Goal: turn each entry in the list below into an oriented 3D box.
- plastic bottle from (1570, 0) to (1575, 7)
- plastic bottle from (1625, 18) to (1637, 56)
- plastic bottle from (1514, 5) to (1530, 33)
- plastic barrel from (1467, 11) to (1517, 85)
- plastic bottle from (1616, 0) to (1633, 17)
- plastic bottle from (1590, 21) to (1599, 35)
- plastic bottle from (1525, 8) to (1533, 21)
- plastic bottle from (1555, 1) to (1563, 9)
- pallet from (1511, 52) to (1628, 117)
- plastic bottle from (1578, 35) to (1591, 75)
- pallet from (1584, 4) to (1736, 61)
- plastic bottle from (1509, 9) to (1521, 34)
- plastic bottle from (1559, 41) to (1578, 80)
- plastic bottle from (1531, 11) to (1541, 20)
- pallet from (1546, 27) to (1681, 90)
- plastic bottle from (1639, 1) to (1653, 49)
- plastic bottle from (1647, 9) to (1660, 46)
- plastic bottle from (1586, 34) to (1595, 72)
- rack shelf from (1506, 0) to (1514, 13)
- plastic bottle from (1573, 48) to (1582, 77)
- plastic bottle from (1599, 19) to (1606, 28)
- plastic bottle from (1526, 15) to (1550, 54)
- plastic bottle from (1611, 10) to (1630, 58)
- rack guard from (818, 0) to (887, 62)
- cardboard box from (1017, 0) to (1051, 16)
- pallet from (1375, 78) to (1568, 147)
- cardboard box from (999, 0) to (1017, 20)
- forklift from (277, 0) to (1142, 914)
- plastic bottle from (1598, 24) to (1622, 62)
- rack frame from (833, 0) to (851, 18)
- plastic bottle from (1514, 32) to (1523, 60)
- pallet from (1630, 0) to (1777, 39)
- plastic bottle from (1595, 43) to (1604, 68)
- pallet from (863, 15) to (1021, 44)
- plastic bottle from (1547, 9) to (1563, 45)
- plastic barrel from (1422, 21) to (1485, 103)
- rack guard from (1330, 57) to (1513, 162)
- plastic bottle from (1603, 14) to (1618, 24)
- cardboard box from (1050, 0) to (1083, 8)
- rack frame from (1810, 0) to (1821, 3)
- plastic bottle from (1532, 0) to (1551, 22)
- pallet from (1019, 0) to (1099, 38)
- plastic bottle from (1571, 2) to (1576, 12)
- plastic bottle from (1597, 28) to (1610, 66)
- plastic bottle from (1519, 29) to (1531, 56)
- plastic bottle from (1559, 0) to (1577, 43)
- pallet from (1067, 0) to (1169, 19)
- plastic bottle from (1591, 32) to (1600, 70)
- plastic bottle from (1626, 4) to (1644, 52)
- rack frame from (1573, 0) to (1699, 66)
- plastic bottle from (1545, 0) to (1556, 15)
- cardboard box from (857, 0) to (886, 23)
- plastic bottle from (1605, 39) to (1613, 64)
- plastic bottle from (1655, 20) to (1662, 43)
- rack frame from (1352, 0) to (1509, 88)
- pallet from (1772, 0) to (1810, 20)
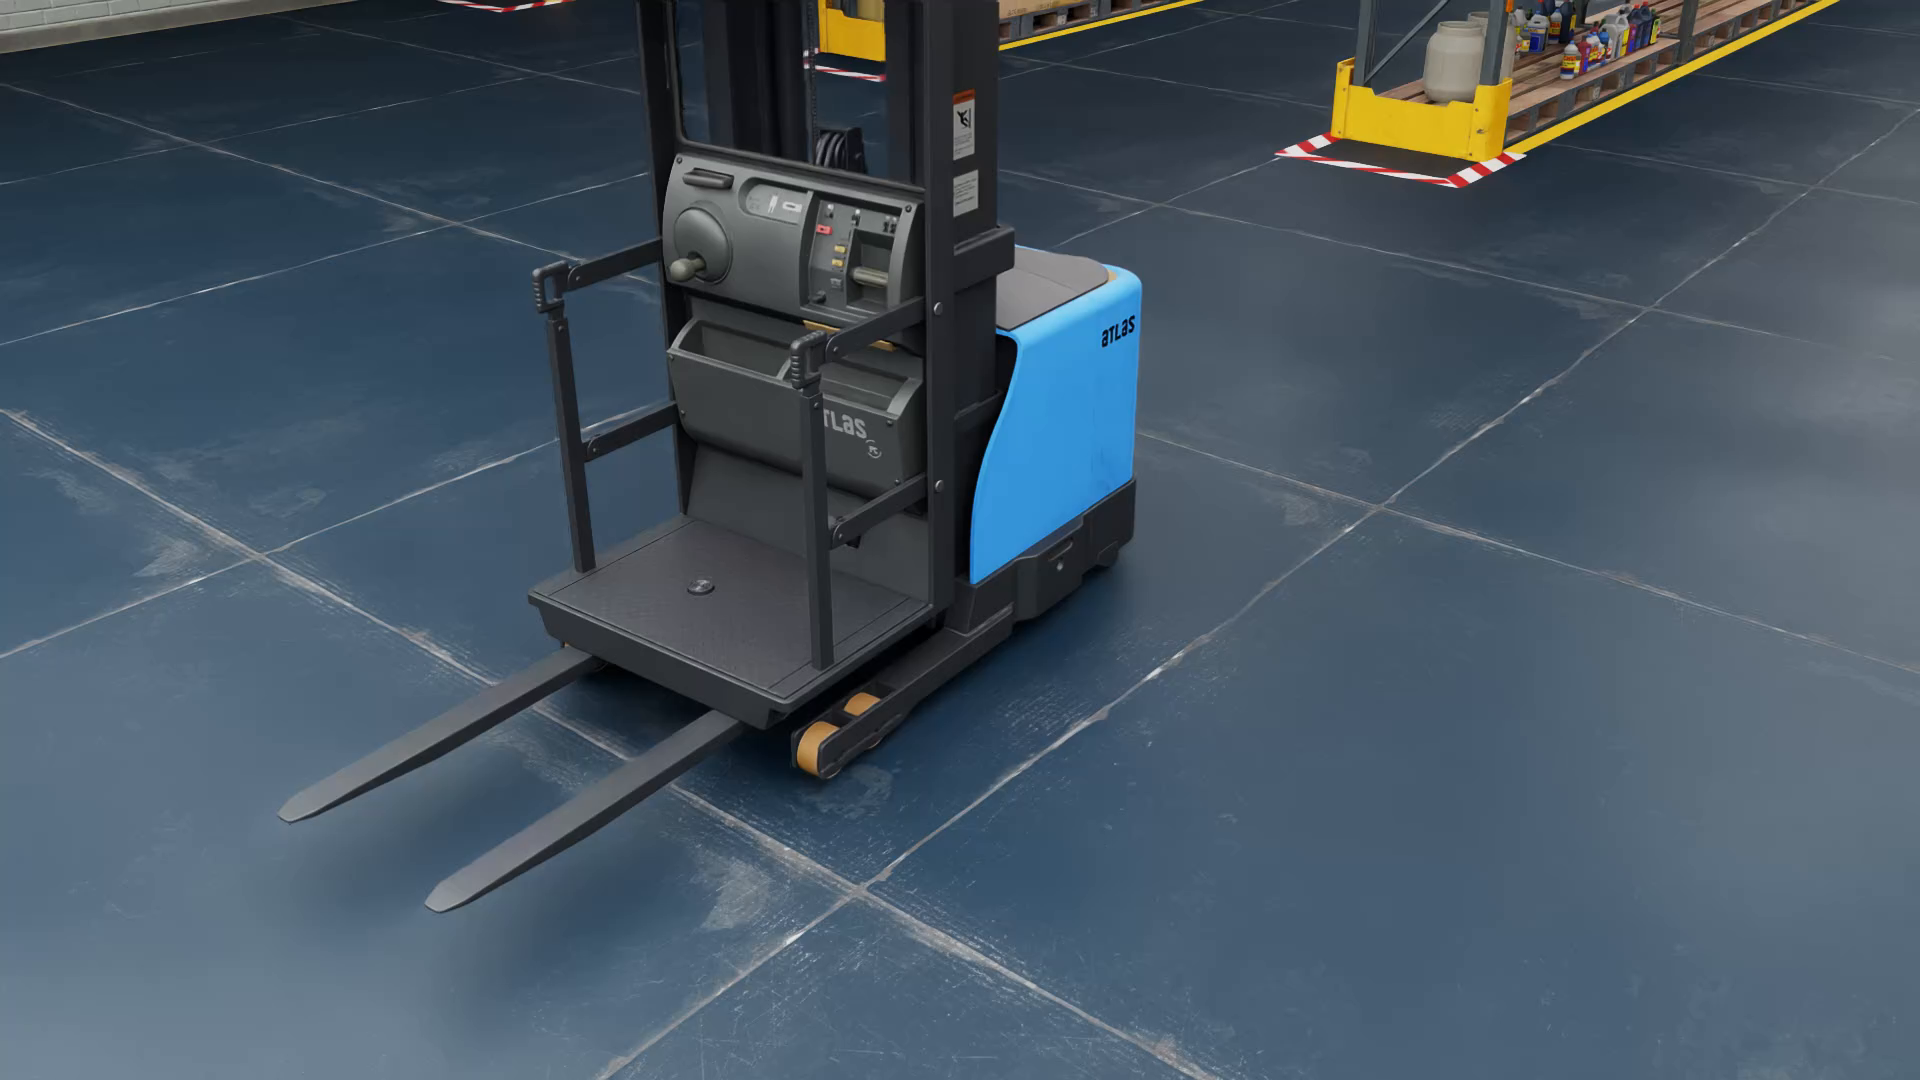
[{"bbox_3d":[5.153,-4.463,14.103,0.097,0.271,0.097,0,27,0],"label":"plastic bottle"},{"bbox_3d":[5.313,-4.003,13.200,0.061,0.283,0.133,23,35,38],"label":"plastic bottle"},{"bbox_3d":[4.470,-4.101,13.316,0.144,0.351,0.185,20,34,34],"label":"plastic bottle"},{"bbox_3d":[3.828,-3.561,12.120,0.421,0.512,0.421,0,27,0],"label":"plastic barrel"},{"bbox_3d":[5.395,-4.213,13.533,0.144,0.351,0.185,21,34,34],"label":"plastic bottle"},{"bbox_3d":[4.990,-3.933,13.065,0.061,0.283,0.133,21,34,34],"label":"plastic bottle"},{"bbox_3d":[4.603,-4.175,13.534,0.061,0.283,0.133,23,35,37],"label":"plastic bottle"},{"bbox_3d":[4.968,-4.343,13.865,0.152,0.276,0.135,22,35,36],"label":"plastic bottle"},{"bbox_3d":[4.459,-3.565,12.912,1.003,0.211,1.213,21,34,34],"label":"pallet"},{"bbox_3d":[4.701,-3.662,12.541,0.061,0.283,0.133,21,34,35],"label":"plastic bottle"},{"bbox_3d":[6.163,-4.516,14.749,1.003,0.211,1.213,21,34,34],"label":"pallet"},{"bbox_3d":[4.351,-4.035,13.189,0.144,0.351,0.185,22,35,36],"label":"plastic bottle"},{"bbox_3d":[4.543,-3.582,12.399,0.097,0.271,0.097,0,27,0],"label":"plastic bottle"},{"bbox_3d":[4.675,-4.153,13.504,0.097,0.271,0.097,0,27,0],"label":"plastic bottle"},{"bbox_3d":[5.234,-4.000,13.752,1.003,0.211,1.213,21,34,34],"label":"pallet"},{"bbox_3d":[5.507,-4.171,13.452,0.144,0.351,0.185,20,33,33],"label":"plastic bottle"},{"bbox_3d":[5.642,-4.186,13.555,0.061,0.283,0.133,23,35,37],"label":"plastic bottle"},{"bbox_3d":[4.761,-3.703,12.634,0.097,0.271,0.097,0,27,0],"label":"plastic bottle"},{"bbox_3d":[4.422,-4.436,12.343,1.077,0.370,4.000,21,34,34],"label":"rack shelf"},{"bbox_3d":[4.609,-3.587,12.486,0.097,0.201,0.097,0,27,0],"label":"plastic bottle"},{"bbox_3d":[5.084,-3.979,13.155,0.061,0.283,0.133,21,34,34],"label":"plastic bottle"},{"bbox_3d":[4.600,-4.033,13.267,0.152,0.276,0.135,21,34,34],"label":"plastic bottle"},{"bbox_3d":[5.179,-3.988,13.099,0.144,0.351,0.185,21,34,34],"label":"plastic bottle"},{"bbox_3d":[-0.686,-4.376,14.166,1.175,0.500,0.348,21,34,34],"label":"rack guard"},{"bbox_3d":[0.476,-4.941,15.072,0.500,0.250,0.500,21,34,34],"label":"cardboard box"},{"bbox_3d":[3.682,-3.135,12.080,1.003,0.211,1.213,21,34,34],"label":"pallet"},{"bbox_3d":[0.158,-4.764,14.730,0.500,0.250,0.500,21,34,34],"label":"cardboard box"},{"bbox_3d":[-0.636,-0.853,4.710,1.130,2.935,3.031,19,33,32],"label":"forklift"},{"bbox_3d":[5.073,-3.898,13.007,0.152,0.276,0.135,21,34,35],"label":"plastic bottle"},{"bbox_3d":[-0.670,-5.495,13.608,1.000,3.000,0.127,21,34,34],"label":"rack frame"},{"bbox_3d":[4.357,-3.879,13.050,0.097,0.201,0.097,0,27,0],"label":"plastic bottle"},{"bbox_3d":[6.939,-4.950,15.589,1.003,0.211,1.213,21,34,34],"label":"pallet"},{"bbox_3d":[4.888,-3.743,12.787,0.097,0.201,0.097,0,27,0],"label":"plastic bottle"},{"bbox_3d":[-0.216,-4.540,14.796,1.003,0.211,1.213,21,34,34],"label":"pallet"},{"bbox_3d":[4.861,-4.196,13.588,0.097,0.271,0.097,0,27,0],"label":"plastic bottle"},{"bbox_3d":[3.509,-3.383,11.776,0.421,0.512,0.421,0,27,0],"label":"plastic barrel"},{"bbox_3d":[3.162,-2.977,11.460,1.175,0.500,0.348,21,34,34],"label":"rack guard"},{"bbox_3d":[5.254,-4.104,13.404,0.152,0.276,0.135,21,34,34],"label":"plastic bottle"},{"bbox_3d":[0.798,-5.117,15.412,0.500,0.250,0.500,21,34,34],"label":"cardboard box"},{"bbox_3d":[8.238,-6.883,16.290,1.000,3.000,0.127,21,34,34],"label":"rack frame"},{"bbox_3d":[4.740,-4.251,13.608,0.144,0.351,0.185,19,33,32],"label":"plastic bottle"},{"bbox_3d":[0.560,-4.971,15.629,1.003,0.211,1.213,21,34,34],"label":"pallet"},{"bbox_3d":[5.051,-4.315,13.804,0.061,0.283,0.133,21,34,34],"label":"plastic bottle"},{"bbox_3d":[4.954,-3.810,12.842,0.097,0.271,0.097,0,27,0],"label":"plastic bottle"},{"bbox_3d":[4.472,-3.949,13.185,0.097,0.201,0.097,0,27,0],"label":"plastic bottle"},{"bbox_3d":[4.971,-4.276,13.656,0.144,0.351,0.185,21,34,34],"label":"plastic bottle"},{"bbox_3d":[1.336,-5.405,16.469,1.003,0.211,1.213,21,34,34],"label":"pallet"},{"bbox_3d":[4.825,-3.739,12.703,0.097,0.271,0.097,0,27,0],"label":"plastic bottle"},{"bbox_3d":[5.384,-4.103,13.320,0.144,0.351,0.185,19,33,32],"label":"plastic bottle"},{"bbox_3d":[5.694,-5.464,13.548,1.000,3.000,0.127,21,34,34],"label":"rack frame"},{"bbox_3d":[4.860,-4.318,13.737,0.144,0.351,0.185,22,34,36],"label":"plastic bottle"},{"bbox_3d":[-0.557,-4.737,14.678,0.500,0.250,0.500,21,34,34],"label":"cardboard box"},{"bbox_3d":[5.019,-3.815,12.928,0.097,0.201,0.097,0,27,0],"label":"plastic bottle"},{"bbox_3d":[5.703,-4.197,13.665,0.097,0.201,0.097,0,27,0],"label":"plastic bottle"},{"bbox_3d":[3.149,-4.046,10.807,1.000,3.000,0.127,21,34,34],"label":"rack frame"},{"bbox_3d":[7.715,-5.381,16.421,1.003,0.211,1.213,21,34,34],"label":"pallet"}]
